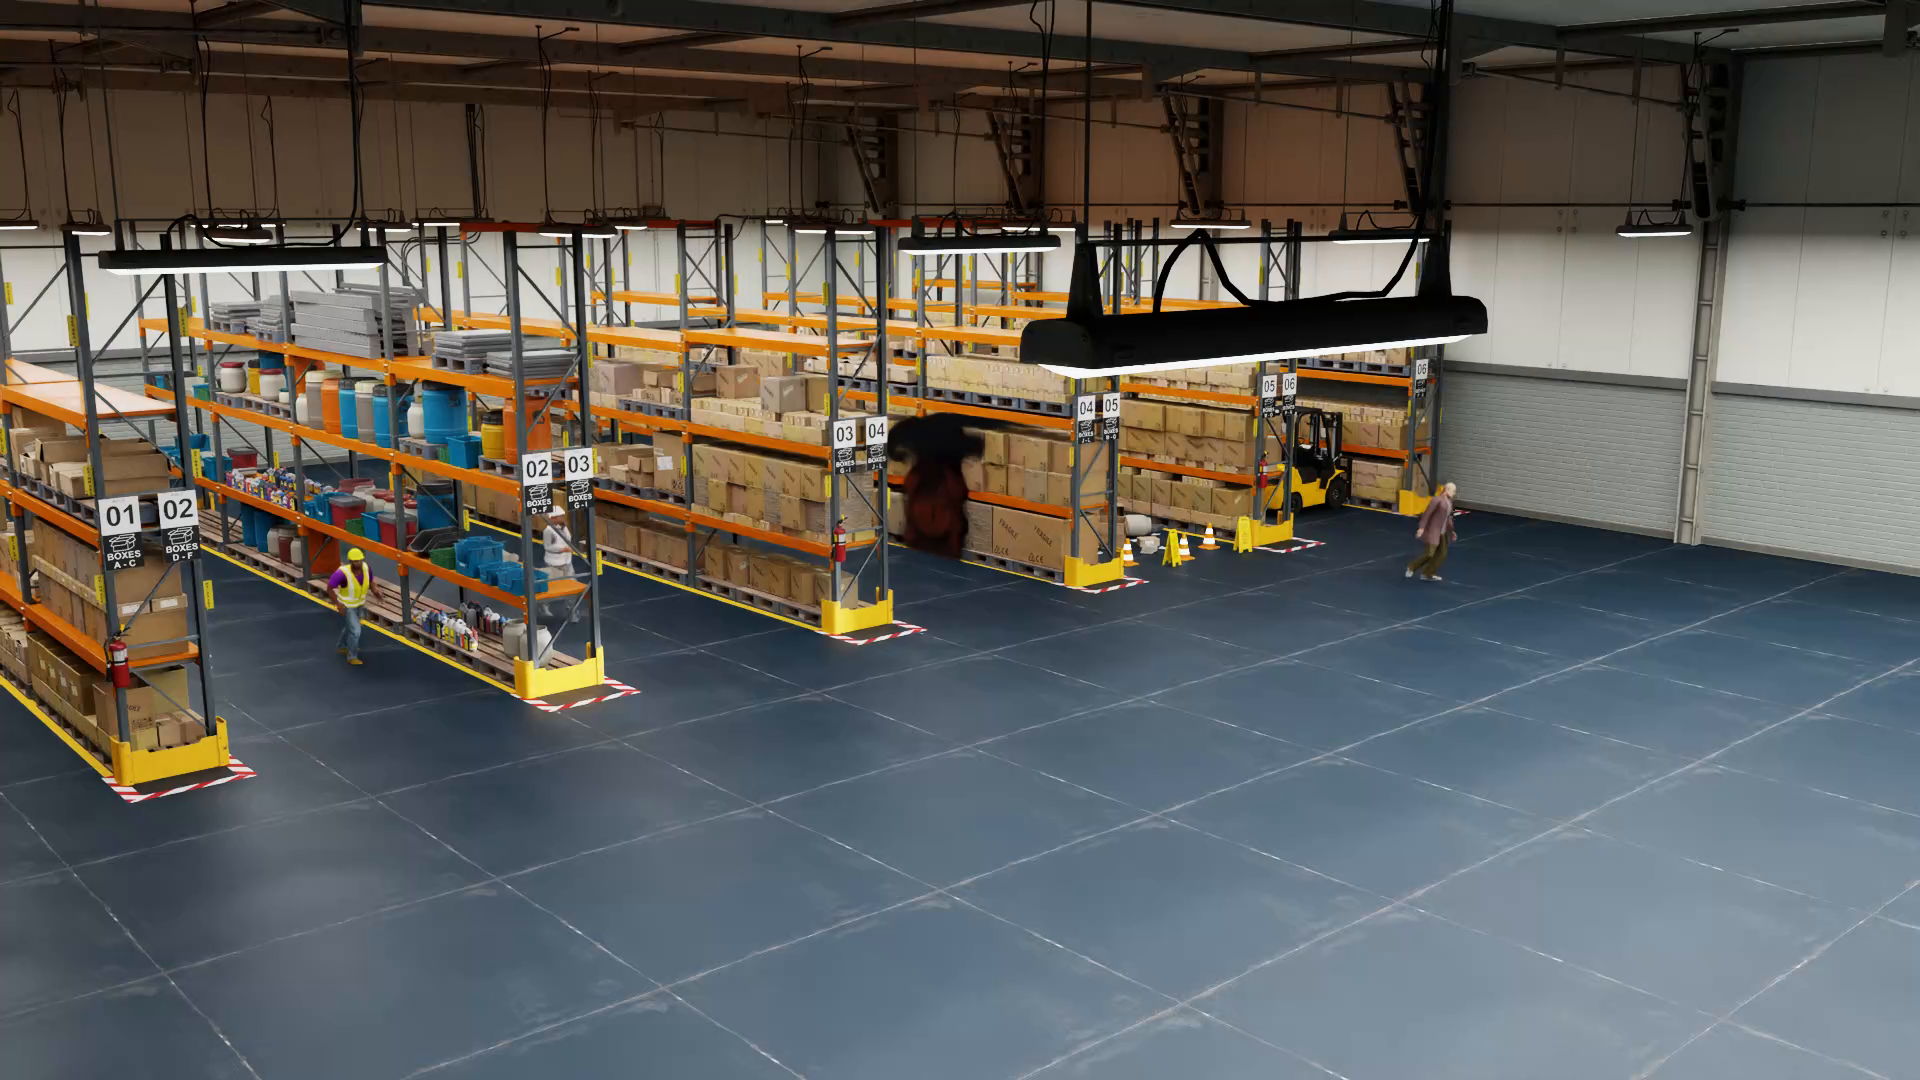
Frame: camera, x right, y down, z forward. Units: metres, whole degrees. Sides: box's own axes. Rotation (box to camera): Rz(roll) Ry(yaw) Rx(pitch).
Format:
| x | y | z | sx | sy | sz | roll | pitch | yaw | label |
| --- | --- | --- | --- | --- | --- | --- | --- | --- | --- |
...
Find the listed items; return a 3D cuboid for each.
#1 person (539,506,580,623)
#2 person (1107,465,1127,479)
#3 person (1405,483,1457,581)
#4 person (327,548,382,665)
| x | y | z | sx | sy | sz | roll | pitch | yaw | label |
| --- | --- | --- | --- | --- | --- | --- | --- | --- | --- |
| -6.170 | 0.385 | 25.512 | 0.784 | 1.848 | 0.641 | 7 | 14 | 32 | person |
| 3.541 | -2.009 | 37.423 | 1.001 | 1.747 | 0.703 | 9 | 15 | 39 | person |
| 8.008 | -0.147 | 28.259 | 0.865 | 1.697 | 0.652 | -11 | 16 | -43 | person |
| -8.486 | 0.901 | 23.206 | 0.899 | 1.678 | 0.718 | 5 | 12 | 22 | person |
